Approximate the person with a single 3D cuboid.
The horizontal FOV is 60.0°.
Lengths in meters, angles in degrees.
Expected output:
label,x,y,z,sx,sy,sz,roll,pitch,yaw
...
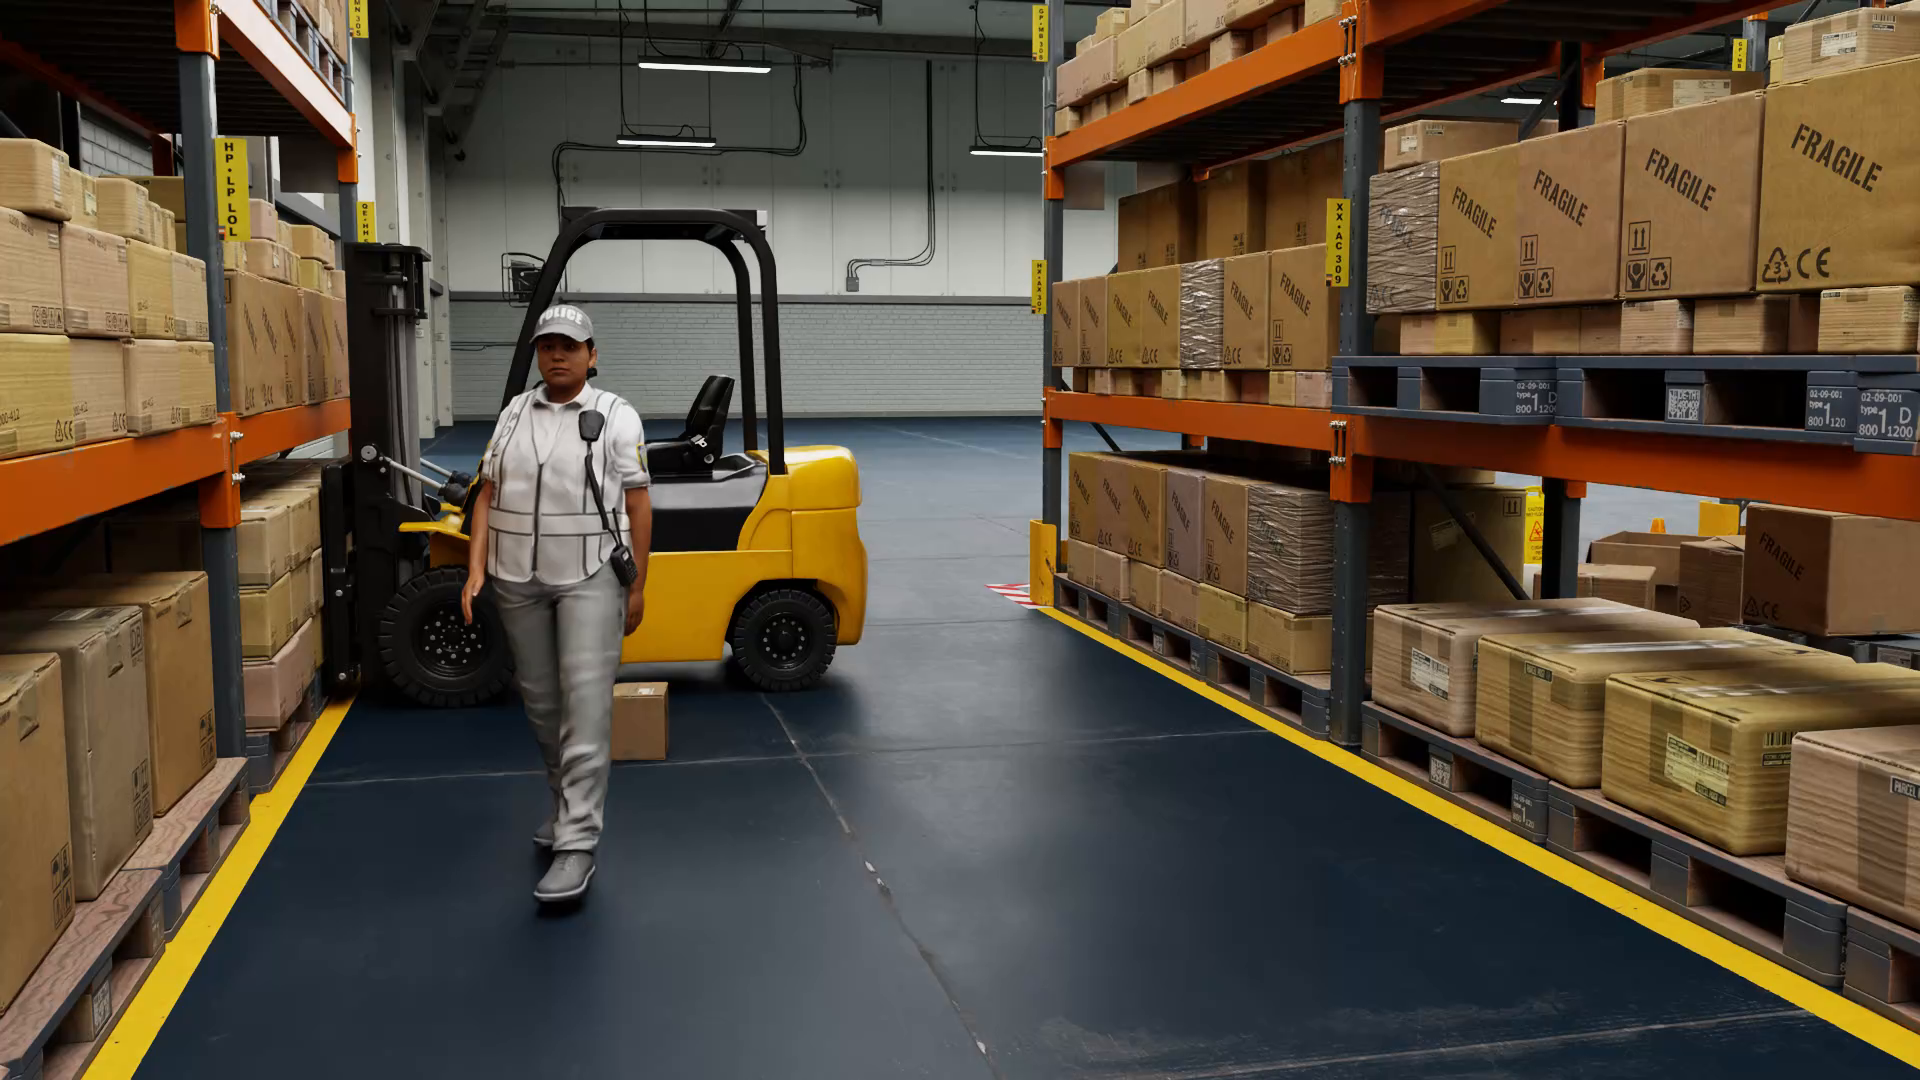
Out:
label,x,y,z,sx,sy,sz,roll,pitch,yaw
person,-1.201,0.140,4.800,0.490,1.633,0.834,1,6,11
